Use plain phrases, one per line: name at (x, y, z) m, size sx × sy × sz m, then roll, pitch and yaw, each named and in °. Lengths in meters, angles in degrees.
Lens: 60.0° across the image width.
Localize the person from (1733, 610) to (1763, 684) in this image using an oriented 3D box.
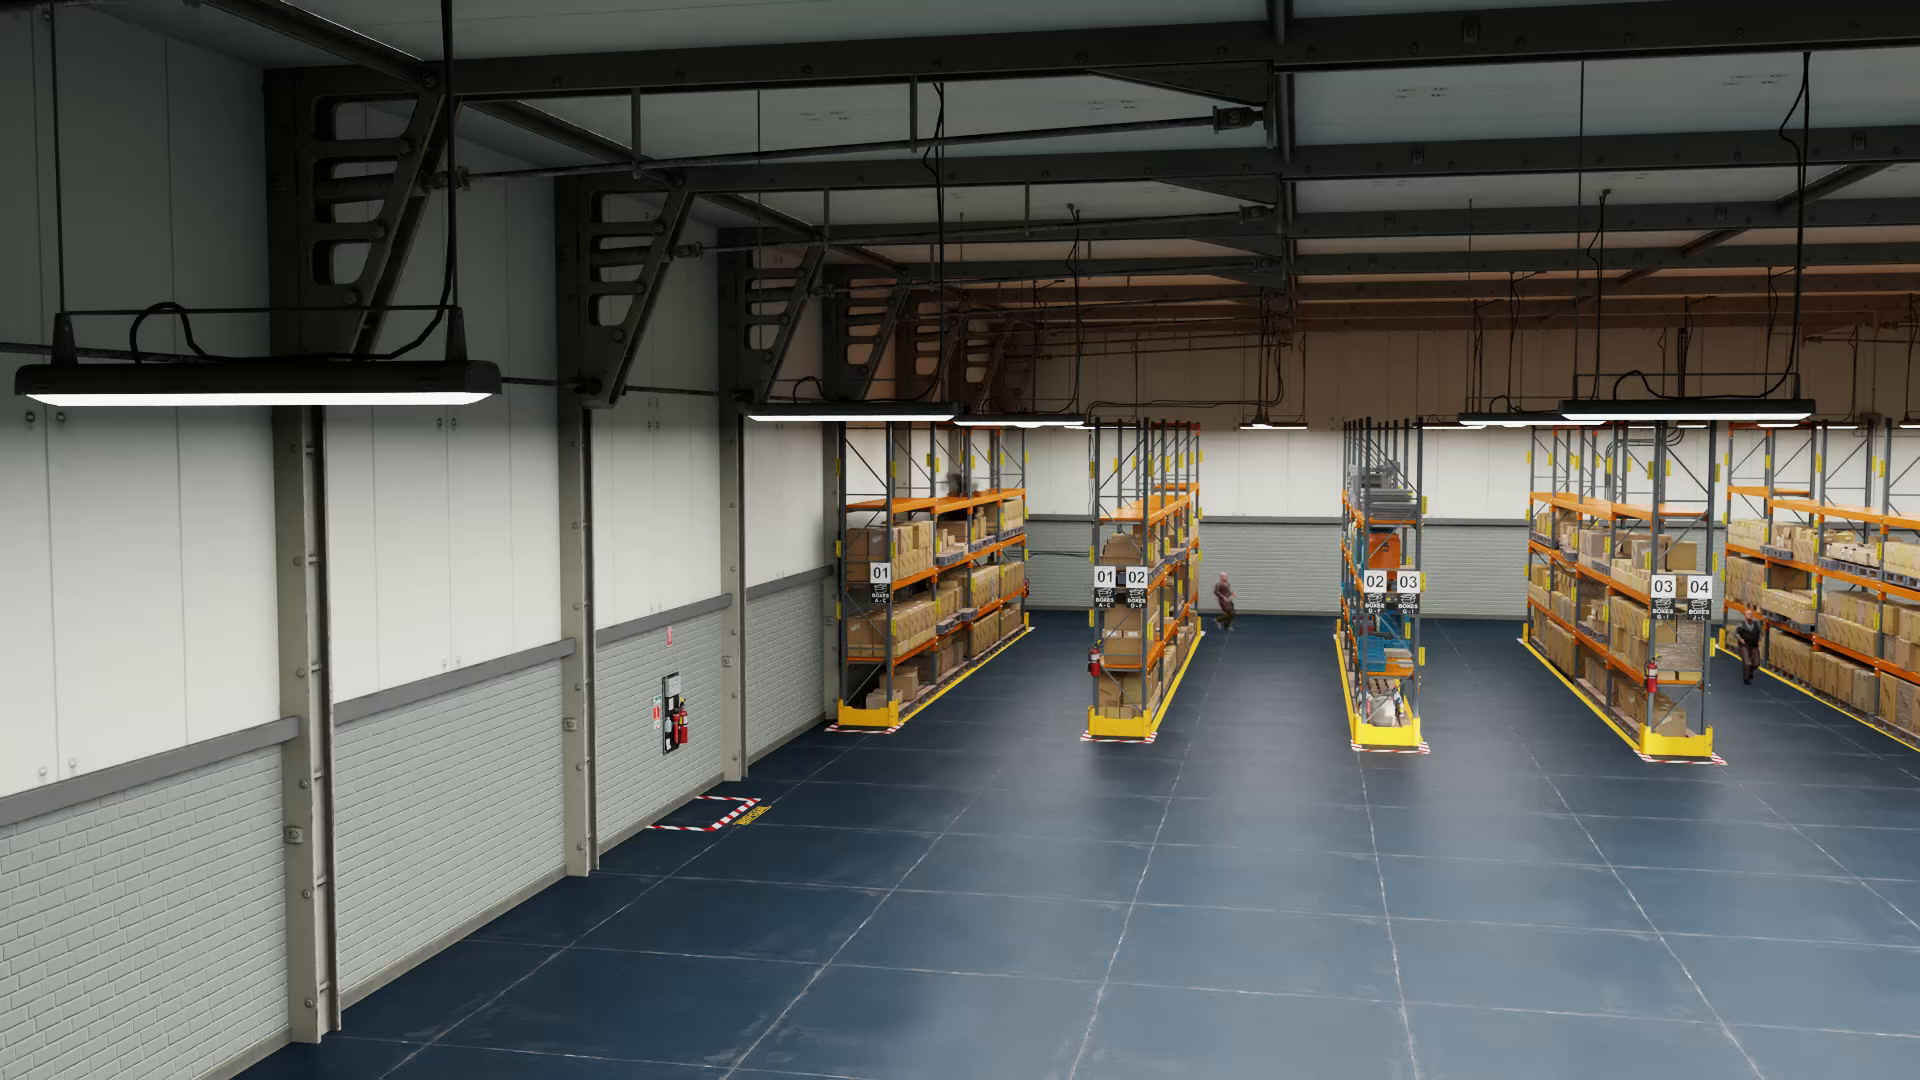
person at (17.899, 2.437, 37.731) m, size 0.655 × 1.671 × 0.604 m, roll 1°, pitch 4°, yaw 9°

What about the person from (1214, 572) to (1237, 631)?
person at (7.617, 1.777, 47.885) m, size 0.618 × 1.702 × 0.715 m, roll 2°, pitch 4°, yaw 27°
